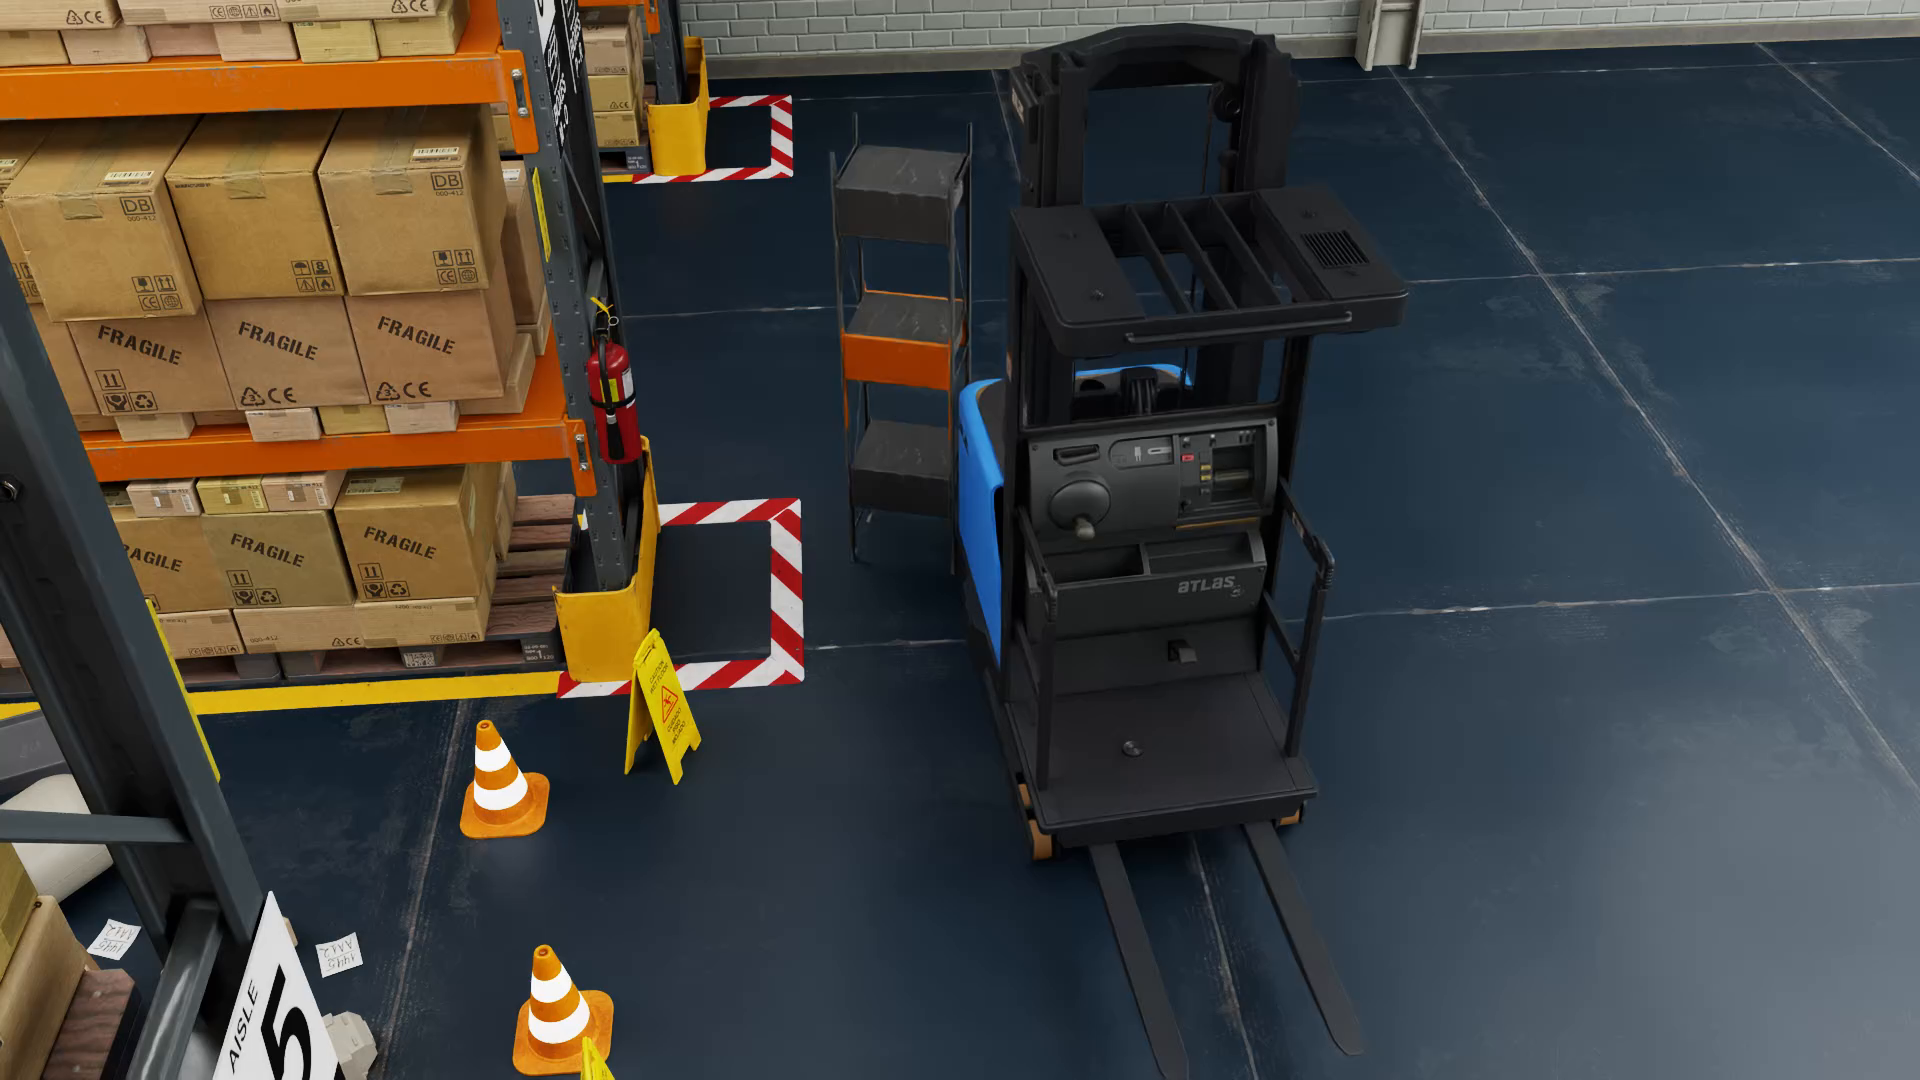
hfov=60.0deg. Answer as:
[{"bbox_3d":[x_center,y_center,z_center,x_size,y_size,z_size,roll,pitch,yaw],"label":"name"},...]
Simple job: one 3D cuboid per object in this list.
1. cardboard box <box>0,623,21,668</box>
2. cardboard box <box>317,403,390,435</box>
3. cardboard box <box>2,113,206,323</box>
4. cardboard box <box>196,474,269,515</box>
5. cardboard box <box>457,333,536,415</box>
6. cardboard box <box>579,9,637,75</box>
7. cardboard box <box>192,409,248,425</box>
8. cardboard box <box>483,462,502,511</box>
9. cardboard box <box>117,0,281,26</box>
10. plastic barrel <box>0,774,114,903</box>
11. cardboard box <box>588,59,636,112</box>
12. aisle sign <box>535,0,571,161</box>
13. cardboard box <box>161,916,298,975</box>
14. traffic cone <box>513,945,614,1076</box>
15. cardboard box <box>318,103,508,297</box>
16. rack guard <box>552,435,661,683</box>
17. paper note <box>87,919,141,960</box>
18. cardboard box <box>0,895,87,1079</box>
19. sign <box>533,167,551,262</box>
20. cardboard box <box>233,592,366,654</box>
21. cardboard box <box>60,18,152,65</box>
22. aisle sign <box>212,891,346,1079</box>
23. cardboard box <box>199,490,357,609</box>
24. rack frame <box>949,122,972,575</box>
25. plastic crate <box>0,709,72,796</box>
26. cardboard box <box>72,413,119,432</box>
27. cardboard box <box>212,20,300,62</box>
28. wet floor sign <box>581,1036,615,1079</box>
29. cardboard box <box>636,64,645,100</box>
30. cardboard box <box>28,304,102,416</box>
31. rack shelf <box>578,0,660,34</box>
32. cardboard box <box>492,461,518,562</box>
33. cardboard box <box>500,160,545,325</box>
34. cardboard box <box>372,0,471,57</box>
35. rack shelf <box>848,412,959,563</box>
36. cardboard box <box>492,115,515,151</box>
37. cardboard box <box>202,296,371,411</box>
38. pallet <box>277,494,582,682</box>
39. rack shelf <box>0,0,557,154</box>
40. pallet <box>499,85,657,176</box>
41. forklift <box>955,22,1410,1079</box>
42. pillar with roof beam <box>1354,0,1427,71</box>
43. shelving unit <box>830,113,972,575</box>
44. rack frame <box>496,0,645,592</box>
[{"bbox_3d":[-3.833,0.279,7.178,0.500,0.250,0.500,-4,38,-5],"label":"cardboard box"},{"bbox_3d":[-2.372,-0.588,6.598,0.250,0.149,0.380,-4,38,-5],"label":"cardboard box"},{"bbox_3d":[-3.012,-1.194,6.035,0.500,0.500,0.700,-4,38,-5],"label":"cardboard box"},{"bbox_3d":[-2.904,-0.279,6.755,0.250,0.149,0.380,-3,38,-3],"label":"cardboard box"},{"bbox_3d":[-1.873,-0.671,6.704,0.250,0.149,0.380,-2,38,-2],"label":"cardboard box"},{"bbox_3d":[-2.394,-3.245,10.837,0.500,0.250,0.500,-2,38,-2],"label":"cardboard box"},{"bbox_3d":[-2.894,-0.628,6.649,0.250,0.149,0.380,-3,38,-3],"label":"cardboard box"},{"bbox_3d":[-2.371,-0.427,7.467,0.500,0.500,0.500,-4,38,-5],"label":"cardboard box"},{"bbox_3d":[-2.507,-1.945,5.575,0.500,0.250,0.500,-4,38,-5],"label":"cardboard box"},{"bbox_3d":[-3.442,1.136,6.290,0.421,0.421,0.512,23,44,27],"label":"plastic barrel"},{"bbox_3d":[-2.420,-3.047,10.989,0.500,0.250,0.500,-4,38,-5],"label":"cardboard box"},{"bbox_3d":[-1.432,-1.767,5.792,0.004,0.787,0.394,-3,38,-4],"label":"aisle sign"},{"bbox_3d":[-2.645,1.515,6.032,0.250,0.149,0.380,16,41,19],"label":"cardboard box"},{"bbox_3d":[-1.396,1.559,5.722,0.334,0.463,0.336,-3,38,-4],"label":"traffic cone"},{"bbox_3d":[-2.009,-1.308,6.180,0.500,0.500,0.700,-4,38,-5],"label":"cardboard box"},{"bbox_3d":[-1.595,0.063,7.588,0.348,0.500,1.175,-3,38,-4],"label":"rack guard"},{"bbox_3d":[-3.144,1.482,6.179,0.142,0.019,0.148,9,39,12],"label":"paper note"},{"bbox_3d":[-1.350,0.664,2.170,0.250,0.149,0.380,-3,38,-4],"label":"cardboard box"},{"bbox_3d":[-1.490,-1.157,5.927,0.005,0.325,0.100,-3,38,-4],"label":"sign"},{"bbox_3d":[-2.817,0.226,7.245,0.500,0.250,0.500,-3,38,-4],"label":"cardboard box"},{"bbox_3d":[-2.865,-1.766,5.670,0.250,0.149,0.380,-3,38,-4],"label":"cardboard box"},{"bbox_3d":[-0.936,0.917,2.390,0.004,0.787,0.394,-3,38,-4],"label":"aisle sign"},{"bbox_3d":[-2.814,-0.067,7.010,0.500,0.500,0.500,-2,38,-2],"label":"cardboard box"},{"bbox_3d":[0.004,-0.779,7.364,0.015,2.100,0.400,7,39,9],"label":"rack frame"},{"bbox_3d":[-3.867,0.863,6.914,0.583,0.080,0.402,-16,41,-19],"label":"plastic crate"},{"bbox_3d":[-3.397,-0.599,6.613,0.250,0.149,0.380,-3,38,-4],"label":"cardboard box"},{"bbox_3d":[-2.363,-1.782,5.690,0.250,0.149,0.380,-2,38,-3],"label":"cardboard box"},{"bbox_3d":[-1.127,1.827,5.235,0.232,0.644,0.267,-9,39,-12],"label":"wet floor sign"},{"bbox_3d":[-2.469,-3.164,11.541,0.500,0.250,0.500,-3,38,-4],"label":"cardboard box"},{"bbox_3d":[-3.540,-0.813,6.359,0.500,0.500,0.500,-3,38,-3],"label":"cardboard box"},{"bbox_3d":[-3.955,-3.593,10.784,4.000,0.370,1.077,-3,38,-4],"label":"rack shelf"},{"bbox_3d":[-2.347,-0.134,7.701,0.500,0.250,0.500,-3,38,-4],"label":"cardboard box"},{"bbox_3d":[-2.016,-1.224,6.880,0.500,0.500,0.500,-4,38,-5],"label":"cardboard box"},{"bbox_3d":[-1.850,-1.809,5.725,0.250,0.149,0.380,-3,38,-4],"label":"cardboard box"},{"bbox_3d":[-0.236,-0.249,7.844,0.480,0.518,0.431,7,39,9],"label":"rack shelf"},{"bbox_3d":[-2.899,-2.828,11.115,0.500,0.250,0.500,-3,38,-4],"label":"cardboard box"},{"bbox_3d":[-2.535,-0.854,6.412,0.500,0.500,0.500,-3,38,-4],"label":"cardboard box"},{"bbox_3d":[-2.407,0.199,7.649,1.213,0.211,1.003,-3,38,-4],"label":"pallet"},{"bbox_3d":[-3.511,-1.708,5.974,4.000,0.370,1.077,-3,38,-4],"label":"rack shelf"},{"bbox_3d":[-2.721,-2.822,11.478,1.213,0.211,1.003,-3,38,-4],"label":"pallet"},{"bbox_3d":[0.748,-0.151,5.898,1.130,2.935,3.031,-6,39,-8],"label":"forklift"},{"bbox_3d":[3.622,-4.531,6.549,0.400,9.000,9.100,-3,38,-4],"label":"pillar with roof beam"},{"bbox_3d":[-0.236,-0.809,7.402,0.503,2.100,0.431,7,39,9],"label":"shelving unit"},{"bbox_3d":[-1.519,-0.922,6.819,0.127,3.000,1.000,-3,38,-4],"label":"rack frame"}]
